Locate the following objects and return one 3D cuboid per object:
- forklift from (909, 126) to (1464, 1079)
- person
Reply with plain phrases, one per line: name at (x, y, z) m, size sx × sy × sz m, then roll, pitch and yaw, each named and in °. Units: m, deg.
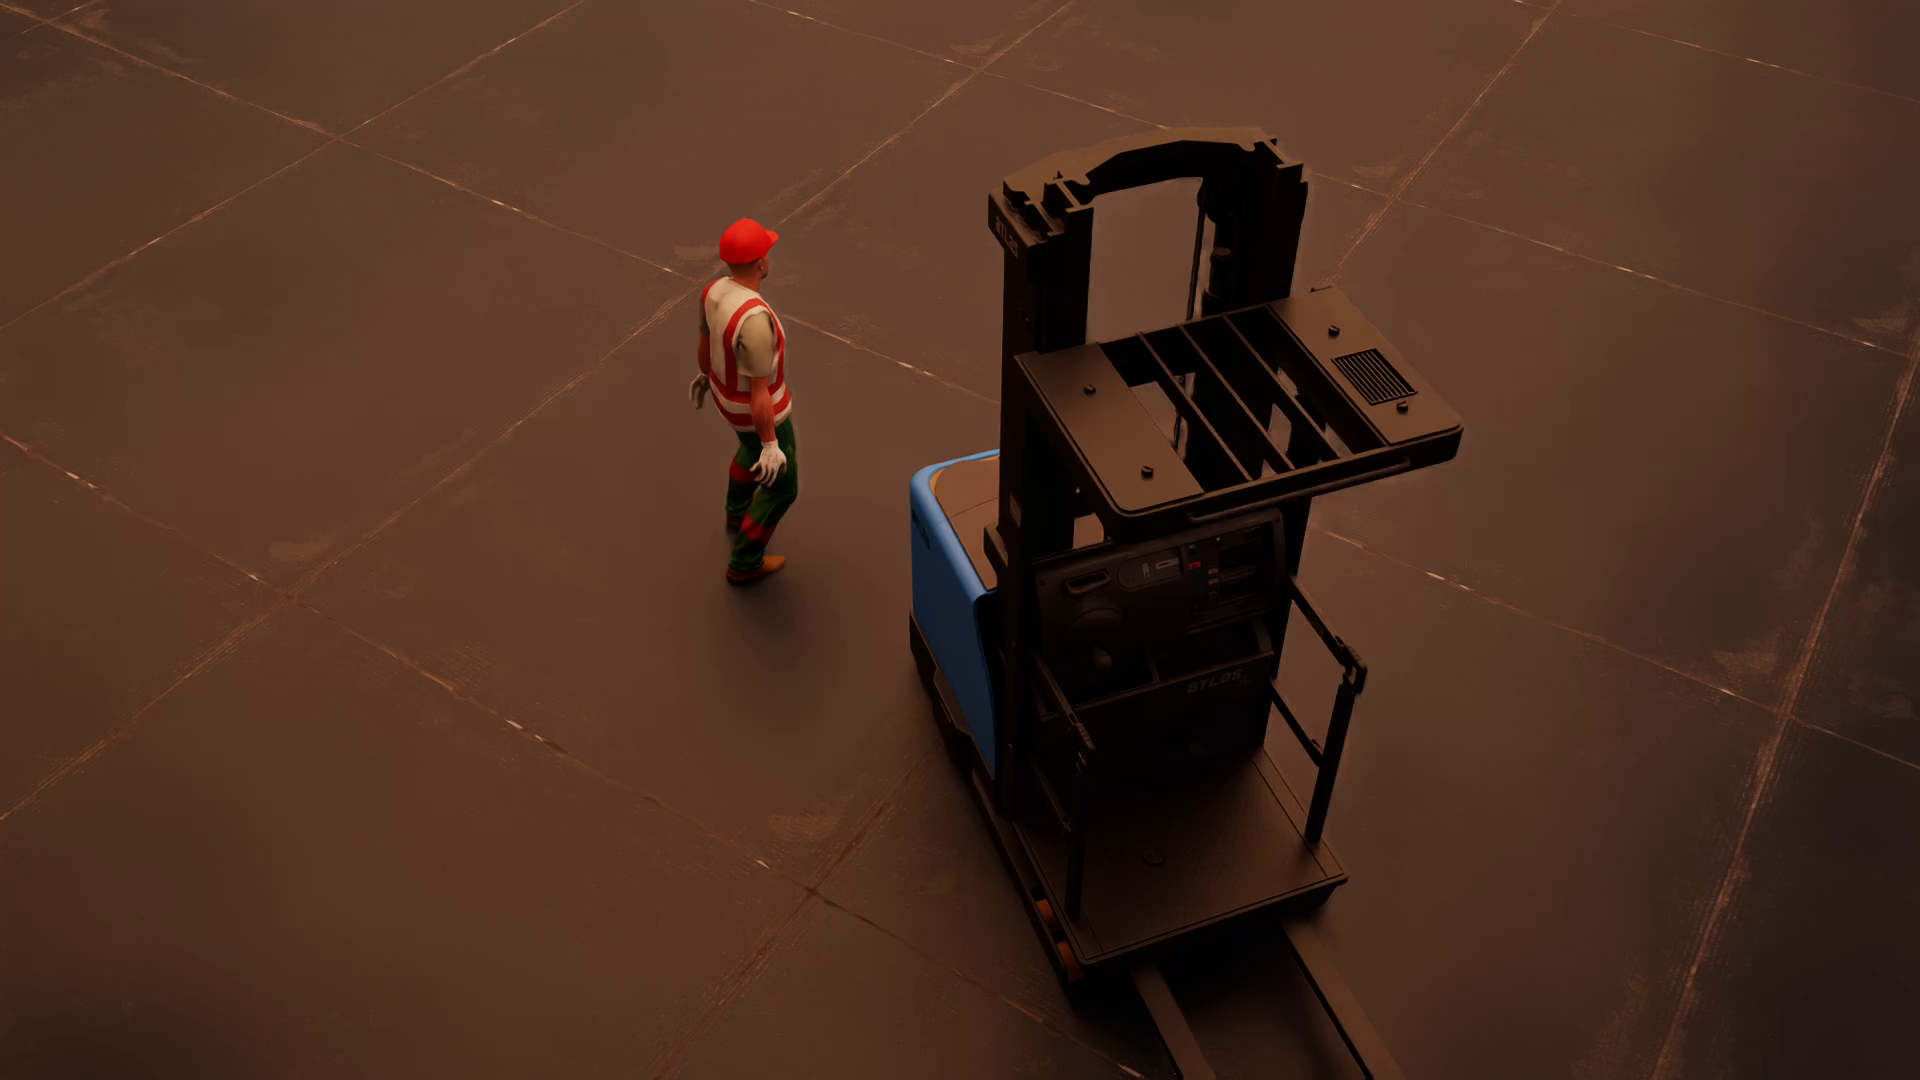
forklift at (0.773, 0.264, 5.571) m, size 1.130 × 2.935 × 3.031 m, roll -14°, pitch 45°, yaw -15°
person at (-0.929, -0.583, 7.361) m, size 0.479 × 1.745 × 0.890 m, roll -18°, pitch 46°, yaw -18°
